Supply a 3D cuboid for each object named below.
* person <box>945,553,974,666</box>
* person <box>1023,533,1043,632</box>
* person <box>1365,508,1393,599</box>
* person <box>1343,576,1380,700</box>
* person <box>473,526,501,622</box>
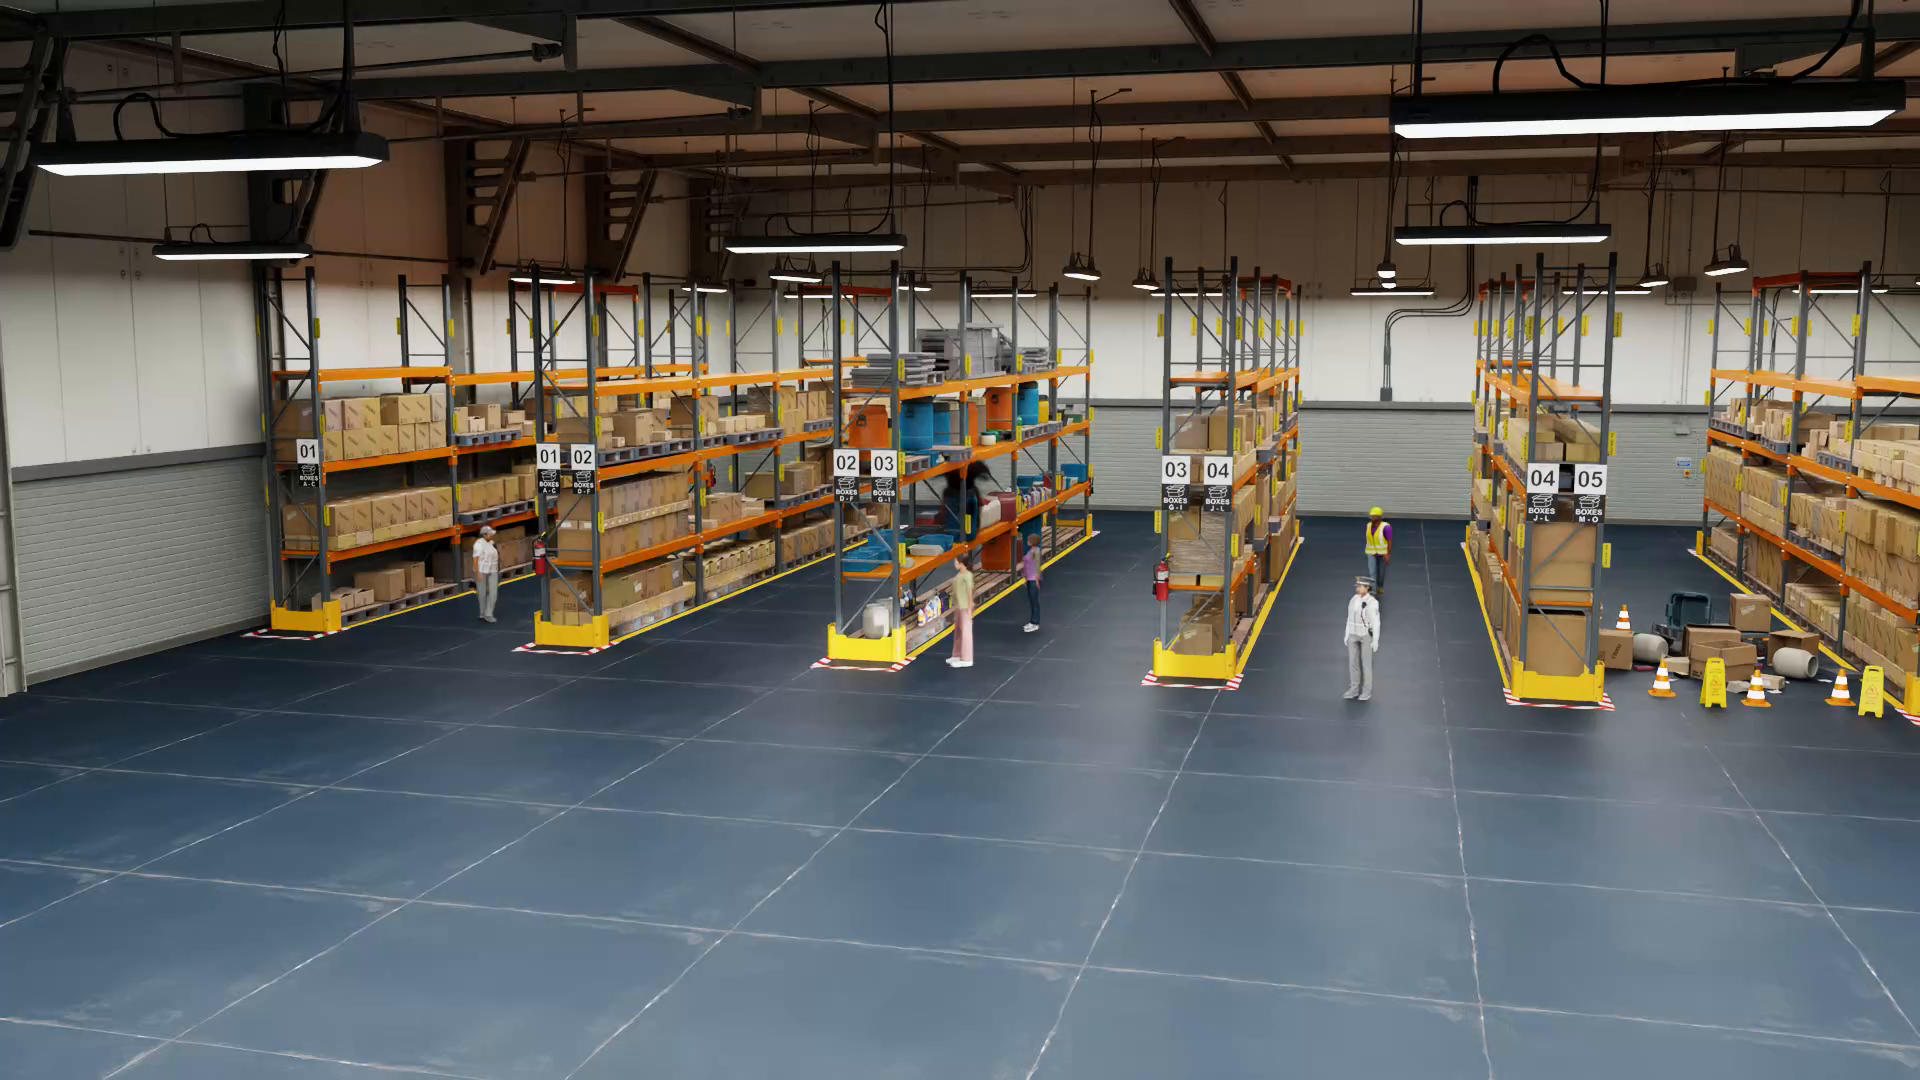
[{"bbox_3d":[0.004,1.027,24.776,0.413,1.679,0.474,-3,8,-20],"label":"person"},{"bbox_3d":[1.198,0.696,27.780,0.374,1.611,0.518,-2,7,-13],"label":"person"},{"bbox_3d":[7.745,0.258,30.782,0.489,1.722,1.080,1,7,10],"label":"person"},{"bbox_3d":[5.433,1.315,22.494,0.349,1.686,0.538,-6,9,-38],"label":"person"},{"bbox_3d":[-8.165,0.579,28.603,0.514,1.671,0.631,-6,9,-38],"label":"person"}]
